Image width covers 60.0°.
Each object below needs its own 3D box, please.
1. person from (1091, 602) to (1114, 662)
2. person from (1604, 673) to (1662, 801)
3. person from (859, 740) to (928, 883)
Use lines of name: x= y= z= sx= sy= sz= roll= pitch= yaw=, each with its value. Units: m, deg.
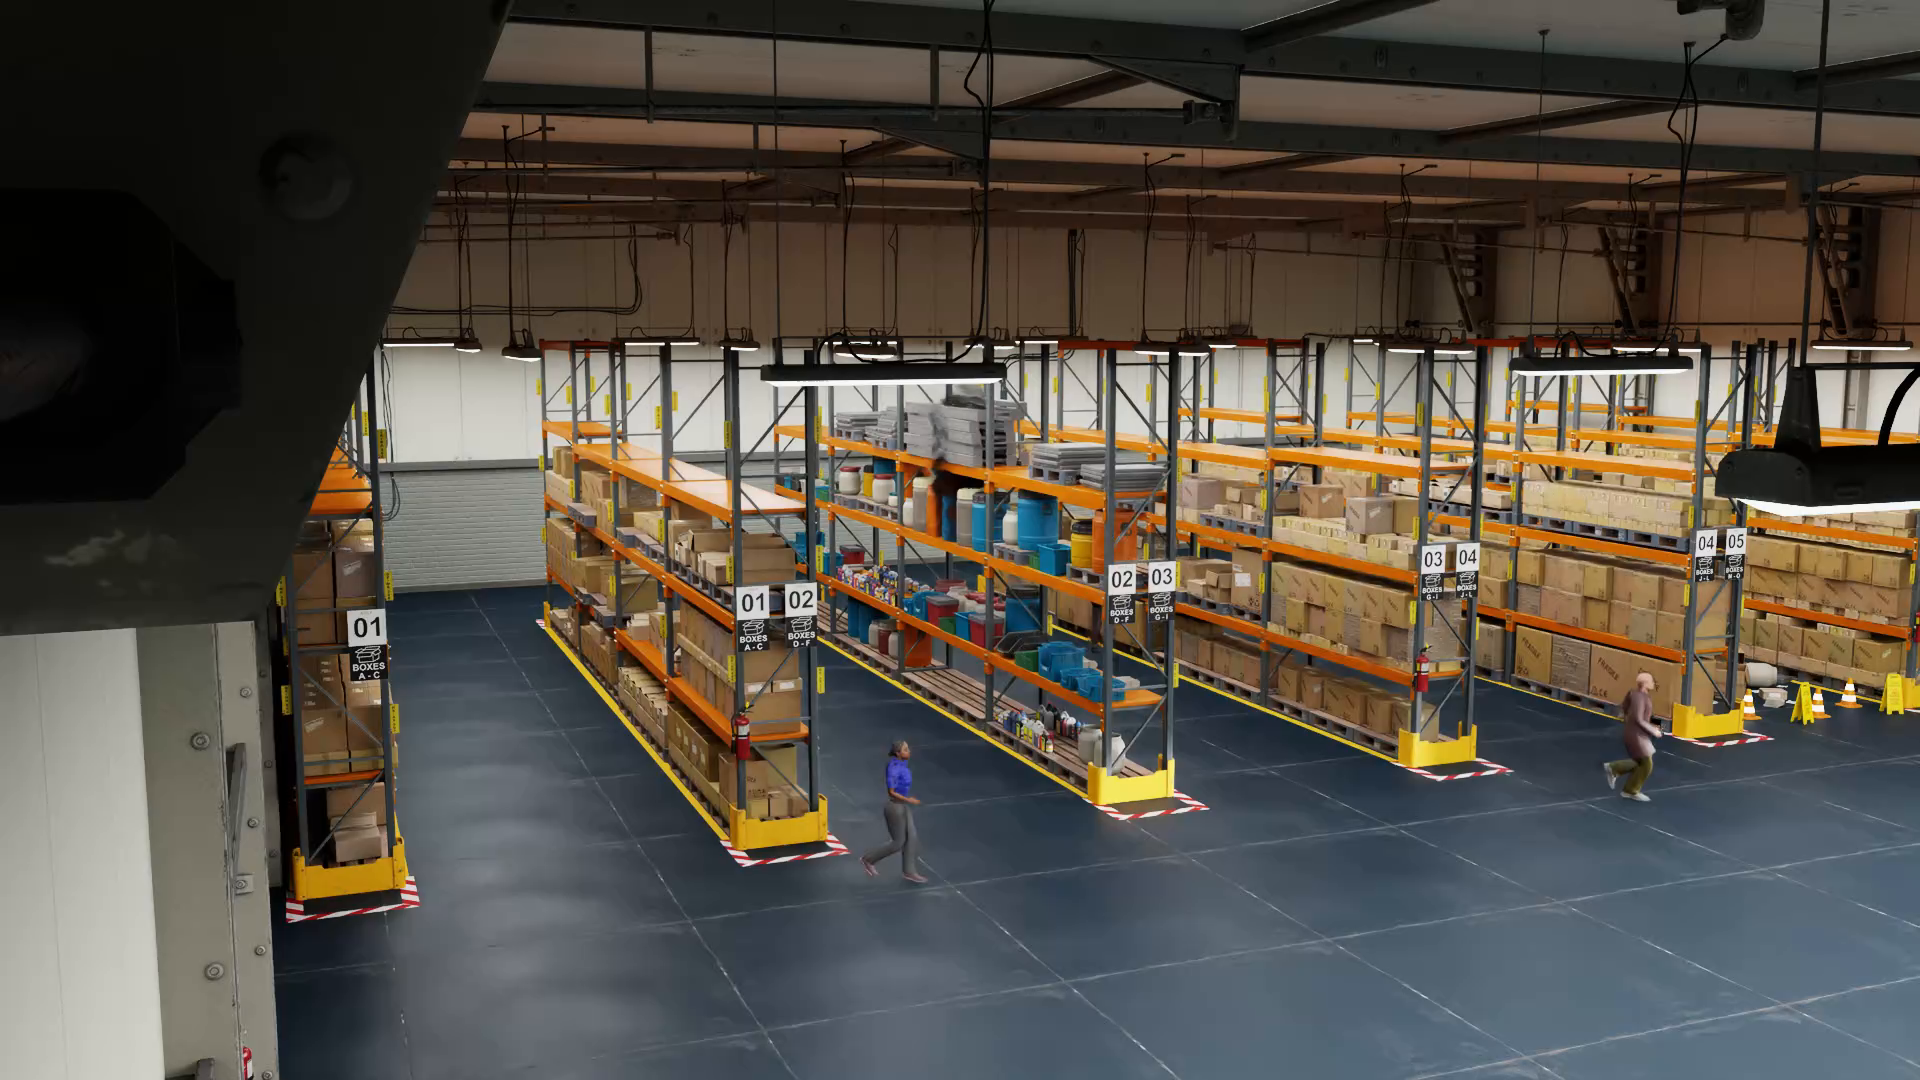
person: x=-2.367 y=1.096 z=24.668 sx=14.219 sy=3.694 sz=6.703 roll=-3 pitch=8 yaw=-23
person: x=8.973 y=2.605 z=22.153 sx=0.685 sy=1.712 sz=0.697 roll=2 pitch=8 yaw=18
person: x=-0.750 y=3.079 z=18.902 sx=0.768 sy=1.665 sz=0.601 roll=1 pitch=7 yaw=6
